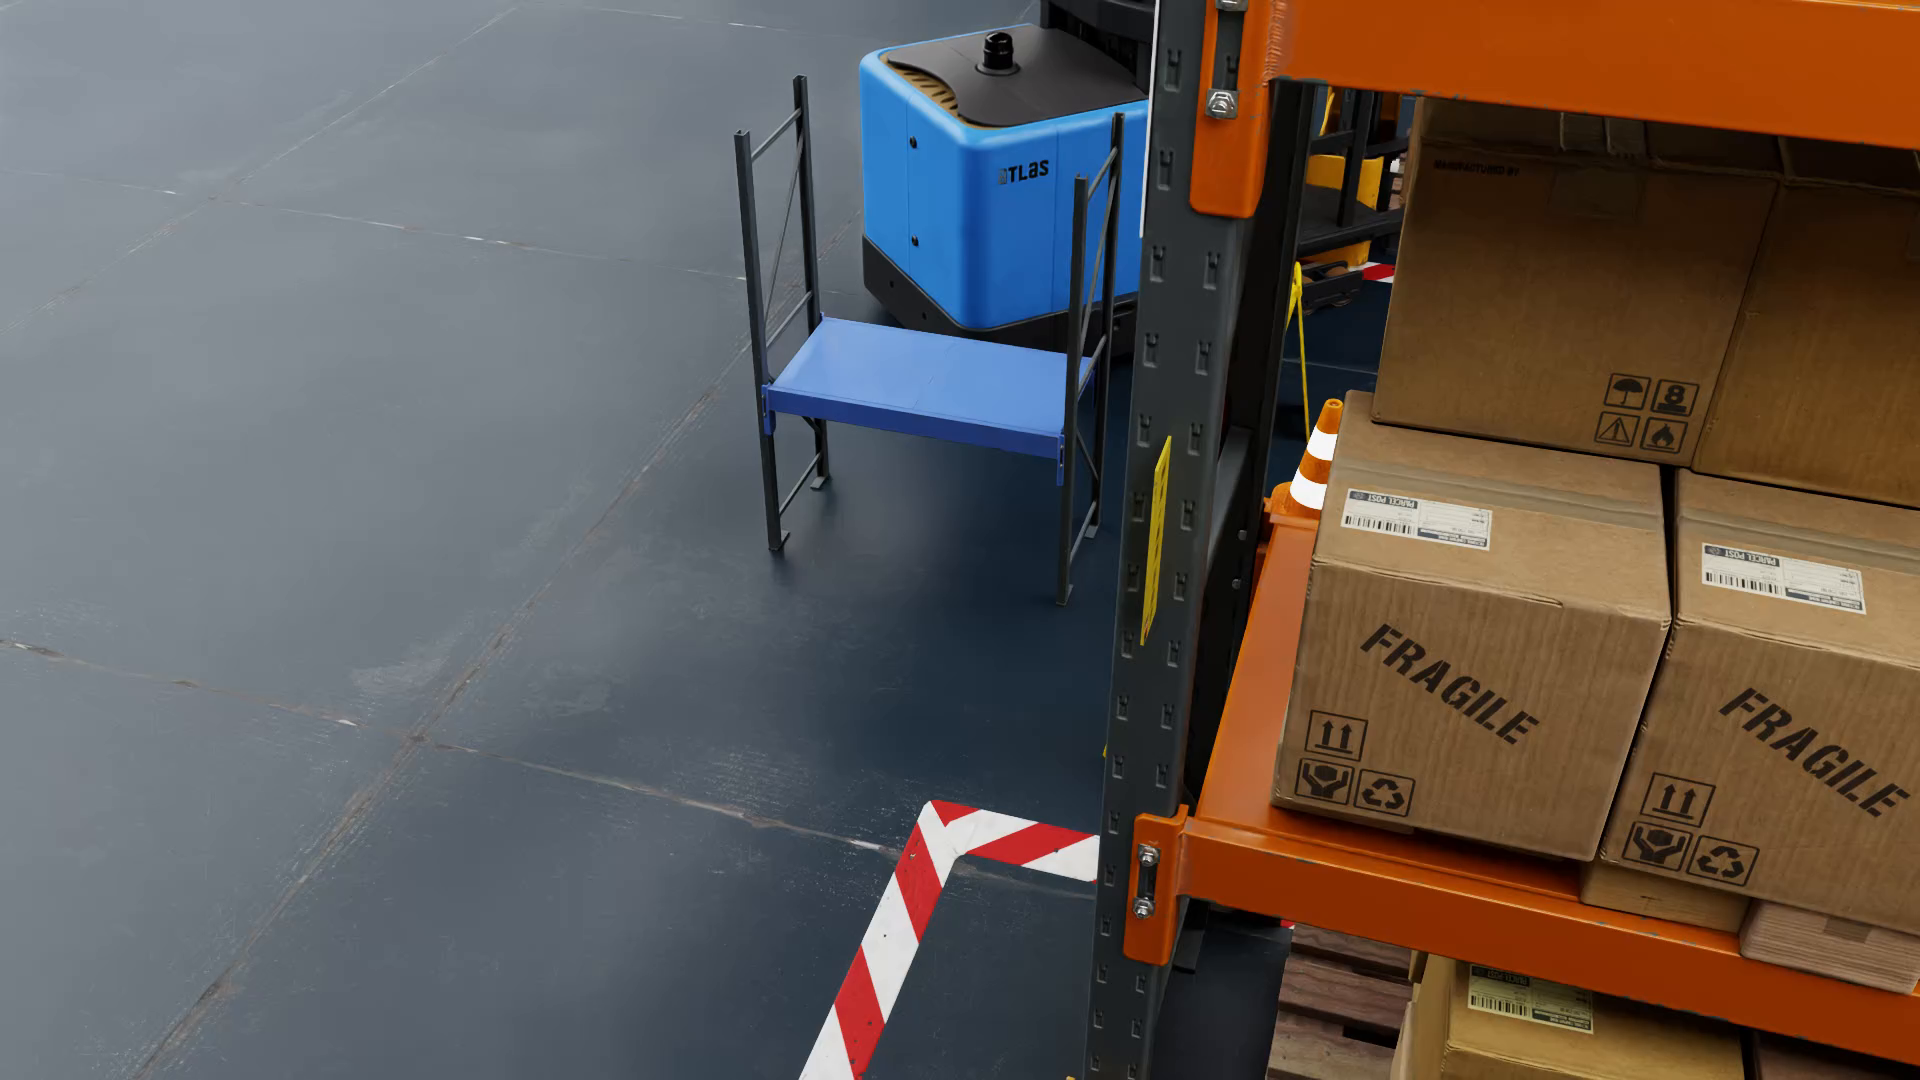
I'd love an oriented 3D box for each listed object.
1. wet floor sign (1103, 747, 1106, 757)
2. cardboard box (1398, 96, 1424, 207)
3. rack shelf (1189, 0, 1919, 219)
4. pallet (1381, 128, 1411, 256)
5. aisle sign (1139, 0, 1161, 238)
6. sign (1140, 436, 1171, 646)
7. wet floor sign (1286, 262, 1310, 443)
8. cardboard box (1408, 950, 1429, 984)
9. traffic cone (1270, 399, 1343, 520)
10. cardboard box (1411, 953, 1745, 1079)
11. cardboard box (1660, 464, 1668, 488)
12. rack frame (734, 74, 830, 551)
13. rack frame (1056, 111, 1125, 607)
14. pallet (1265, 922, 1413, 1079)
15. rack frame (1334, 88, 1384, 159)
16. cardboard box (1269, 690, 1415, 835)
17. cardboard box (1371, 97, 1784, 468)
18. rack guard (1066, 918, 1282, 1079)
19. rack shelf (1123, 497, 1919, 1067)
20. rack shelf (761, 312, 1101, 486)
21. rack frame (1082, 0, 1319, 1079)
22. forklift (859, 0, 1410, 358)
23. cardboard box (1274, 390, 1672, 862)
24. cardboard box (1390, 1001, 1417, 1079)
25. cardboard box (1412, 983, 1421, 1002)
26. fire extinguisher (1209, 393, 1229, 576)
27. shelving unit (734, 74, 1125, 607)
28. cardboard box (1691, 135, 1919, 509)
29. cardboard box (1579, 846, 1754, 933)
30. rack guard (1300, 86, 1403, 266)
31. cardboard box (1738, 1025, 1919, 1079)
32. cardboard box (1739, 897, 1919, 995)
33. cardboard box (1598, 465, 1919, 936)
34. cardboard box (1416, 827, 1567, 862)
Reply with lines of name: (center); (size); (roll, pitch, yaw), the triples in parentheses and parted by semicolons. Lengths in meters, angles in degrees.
wet floor sign: (0.592, 0.355, 4.724); (0.232, 0.644, 0.267); (24, 43, 29)
cardboard box: (2.501, -2.004, 7.380); (0.875, 0.875, 0.875); (11, 38, 14)
rack shelf: (2.363, -0.519, 2.001); (4.000, 0.370, 1.077); (10, 38, 14)
pallet: (2.620, -1.553, 7.682); (1.213, 0.211, 1.003); (10, 38, 14)
aisle sign: (0.303, -0.837, 2.163); (0.004, 0.787, 0.394); (10, 38, 14)
sign: (0.293, 0.004, 2.484); (0.005, 0.325, 0.100); (10, 38, 14)
wet floor sign: (1.216, -0.710, 6.170); (0.232, 0.644, 0.267); (4, 37, 6)
cardboard box: (1.297, 0.676, 3.634); (0.500, 0.500, 0.500); (11, 38, 14)
traffic cone: (1.256, -0.275, 5.733); (0.334, 0.463, 0.336); (10, 38, 14)
cardboard box: (1.165, 0.985, 3.214); (0.500, 0.500, 0.500); (9, 37, 12)
cardboard box: (1.055, -0.174, 3.121); (0.500, 0.500, 0.500); (10, 37, 13)
rack frame: (-0.567, -0.709, 5.448); (0.032, 1.500, 0.500); (10, 38, 14)
rack frame: (0.404, -0.529, 5.204); (0.032, 1.500, 0.500); (10, 38, 14)
pallet: (1.292, 1.346, 3.744); (1.213, 0.211, 1.003); (10, 38, 14)
rack frame: (1.834, -2.773, 6.987); (0.127, 3.000, 1.000); (10, 38, 14)
cardboard box: (0.717, 0.324, 2.991); (0.250, 0.149, 0.380); (11, 38, 14)
cardboard box: (1.007, -0.550, 2.788); (0.500, 0.500, 0.700); (10, 37, 13)
rack guard: (0.527, 1.066, 3.880); (0.348, 0.500, 1.175); (10, 38, 14)
rack shelf: (2.363, 0.689, 2.890); (4.000, 0.370, 1.077); (10, 38, 14)
rack shelf: (-0.081, -0.474, 5.433); (1.000, 0.185, 0.538); (10, 38, 14)
rack frame: (0.454, 0.046, 3.157); (0.127, 3.000, 1.000); (10, 38, 14)
forklift: (1.138, -2.386, 6.519); (3.031, 2.935, 1.130); (-17, 40, -22)
cardboard box: (0.824, 0.126, 2.713); (0.500, 0.500, 0.500); (10, 38, 13)
cardboard box: (1.142, 1.283, 3.442); (0.500, 0.250, 0.500); (10, 38, 14)
cardboard box: (1.329, 0.979, 3.855); (0.500, 0.250, 0.500); (10, 38, 14)
fire extinguisher: (0.483, -0.204, 3.562); (0.183, 0.674, 0.296); (10, 38, 14)
shelving unit: (-0.081, -0.619, 5.326); (1.048, 1.500, 0.538); (10, 38, 14)
cardboard box: (1.488, -0.457, 2.661); (0.500, 0.500, 0.700); (11, 38, 14)
cardboard box: (1.191, 0.453, 2.815); (0.250, 0.149, 0.380); (9, 37, 12)
rack guard: (1.811, -1.770, 7.734); (0.348, 0.500, 1.175); (10, 38, 14)
cardboard box: (1.665, 1.075, 3.092); (0.500, 0.500, 0.500); (9, 37, 12)
cardboard box: (1.420, 0.524, 2.719); (0.250, 0.149, 0.380); (11, 38, 15)
cardboard box: (1.319, 0.216, 2.591); (0.500, 0.500, 0.500); (12, 38, 15)
cardboard box: (0.962, 0.361, 2.942); (0.250, 0.149, 0.380); (11, 38, 15)
